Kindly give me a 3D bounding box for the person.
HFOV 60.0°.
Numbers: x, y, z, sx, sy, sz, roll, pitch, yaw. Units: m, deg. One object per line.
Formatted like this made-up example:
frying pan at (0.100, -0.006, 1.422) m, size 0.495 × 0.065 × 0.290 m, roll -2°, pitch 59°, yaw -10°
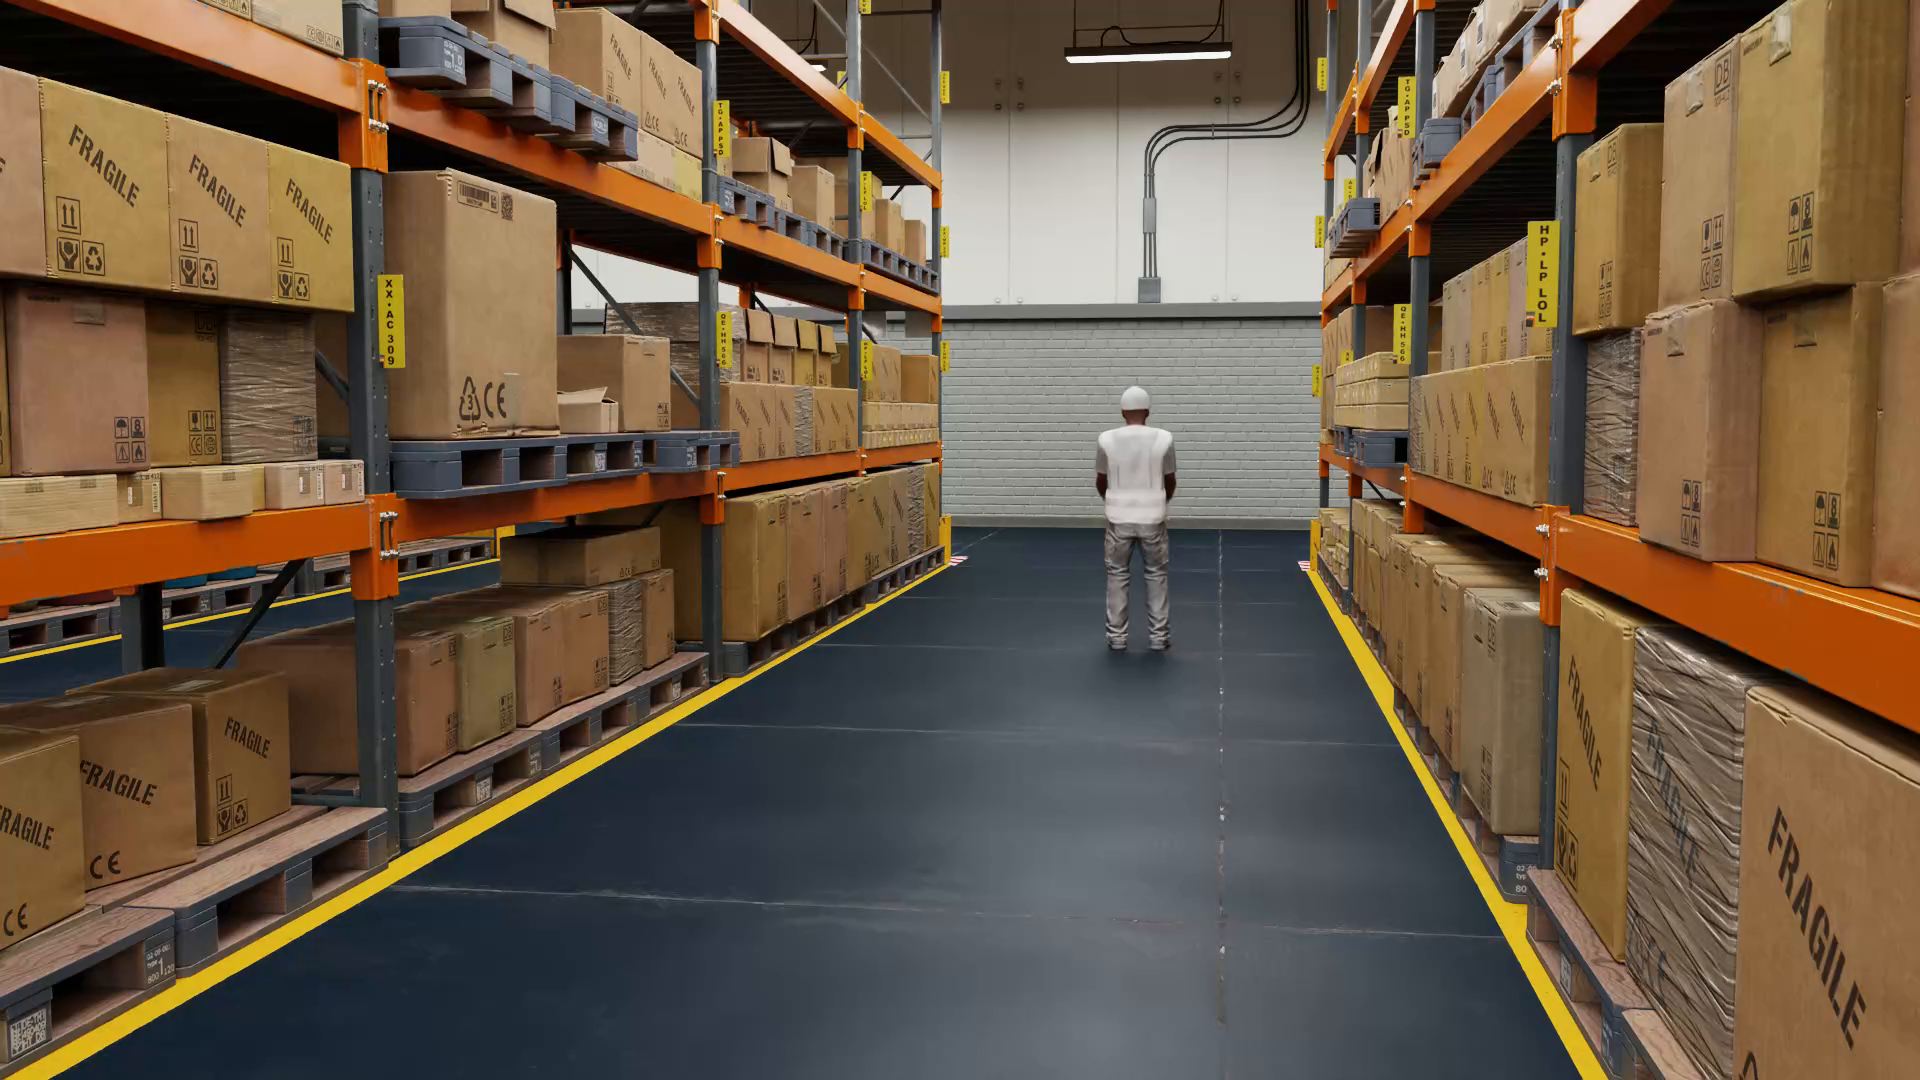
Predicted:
person at (1.204, -0.151, 11.381) m, size 0.549 × 1.788 × 0.496 m, roll 1°, pitch 4°, yaw 8°
